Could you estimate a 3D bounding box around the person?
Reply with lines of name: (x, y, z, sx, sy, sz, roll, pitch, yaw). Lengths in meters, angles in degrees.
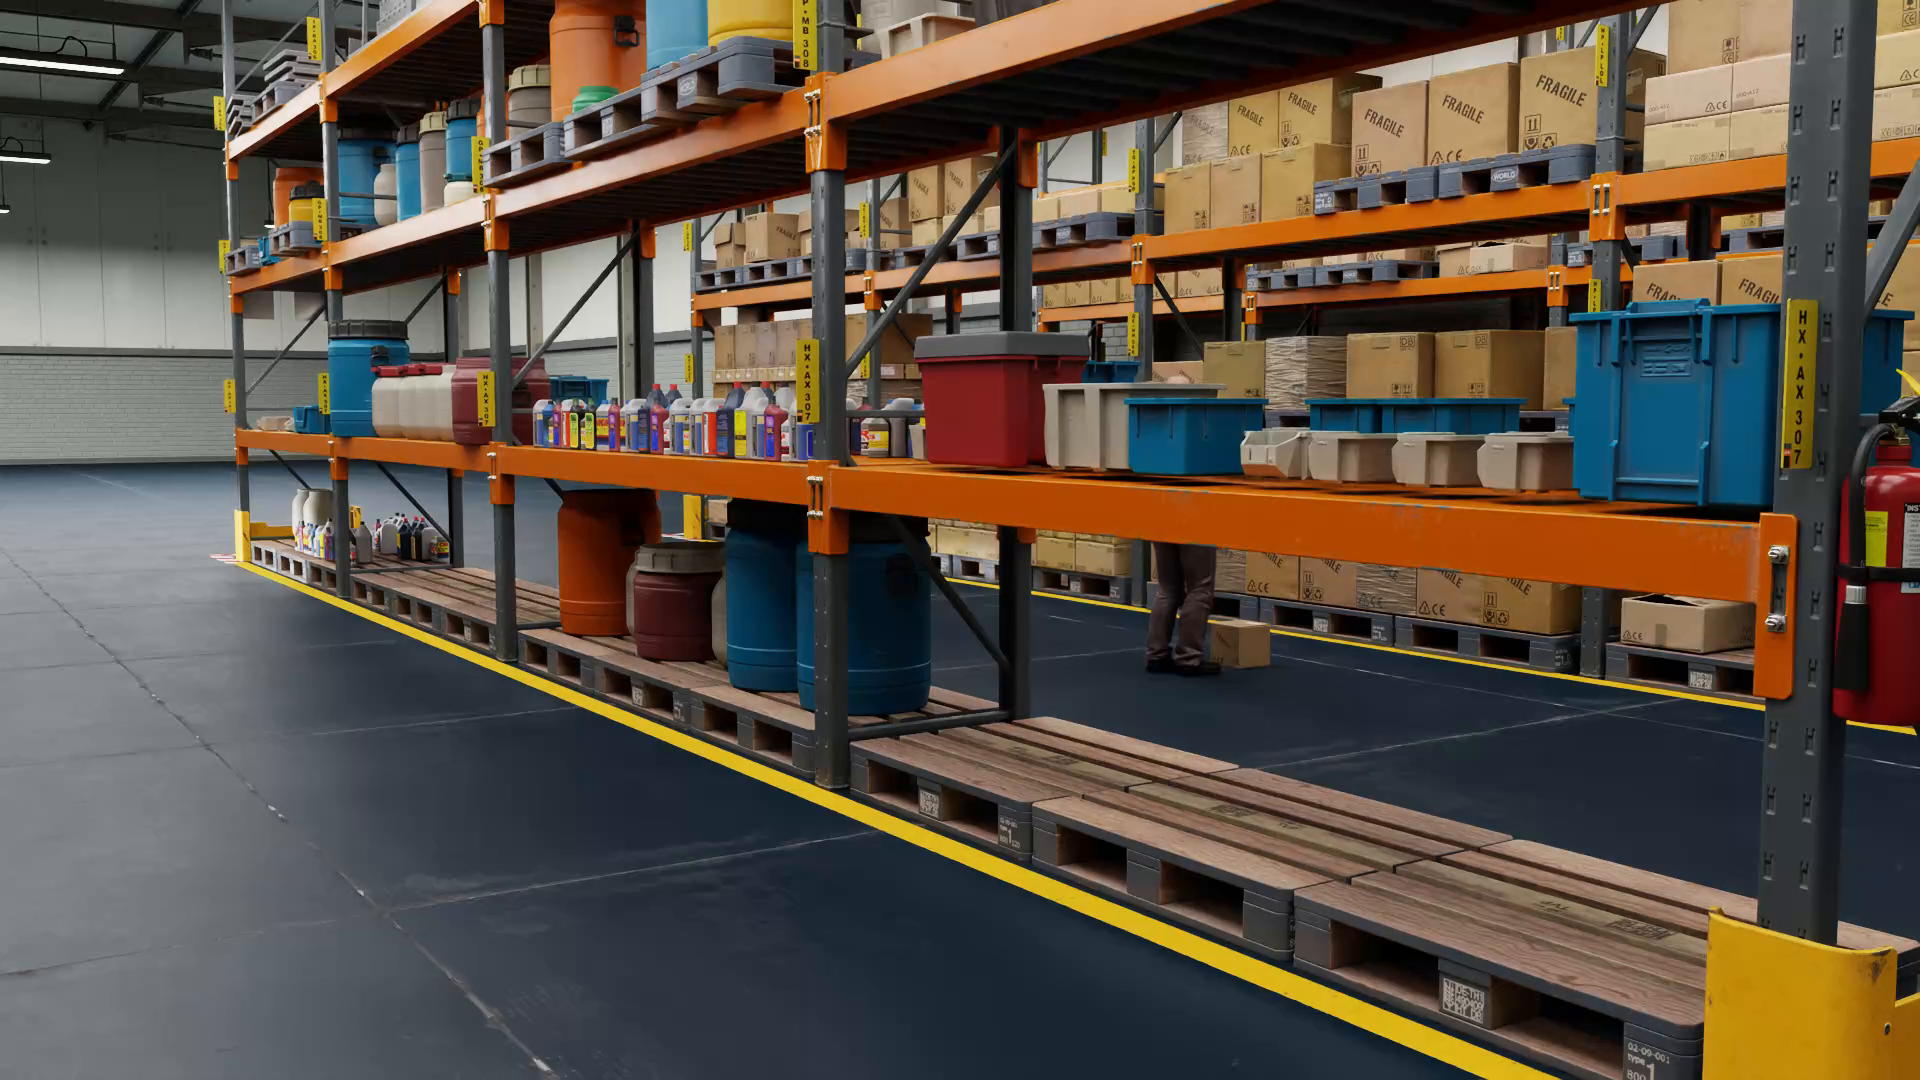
person: (1.276, -0.075, 9.616, 0.361, 1.740, 0.531, -3, 5, -32)
